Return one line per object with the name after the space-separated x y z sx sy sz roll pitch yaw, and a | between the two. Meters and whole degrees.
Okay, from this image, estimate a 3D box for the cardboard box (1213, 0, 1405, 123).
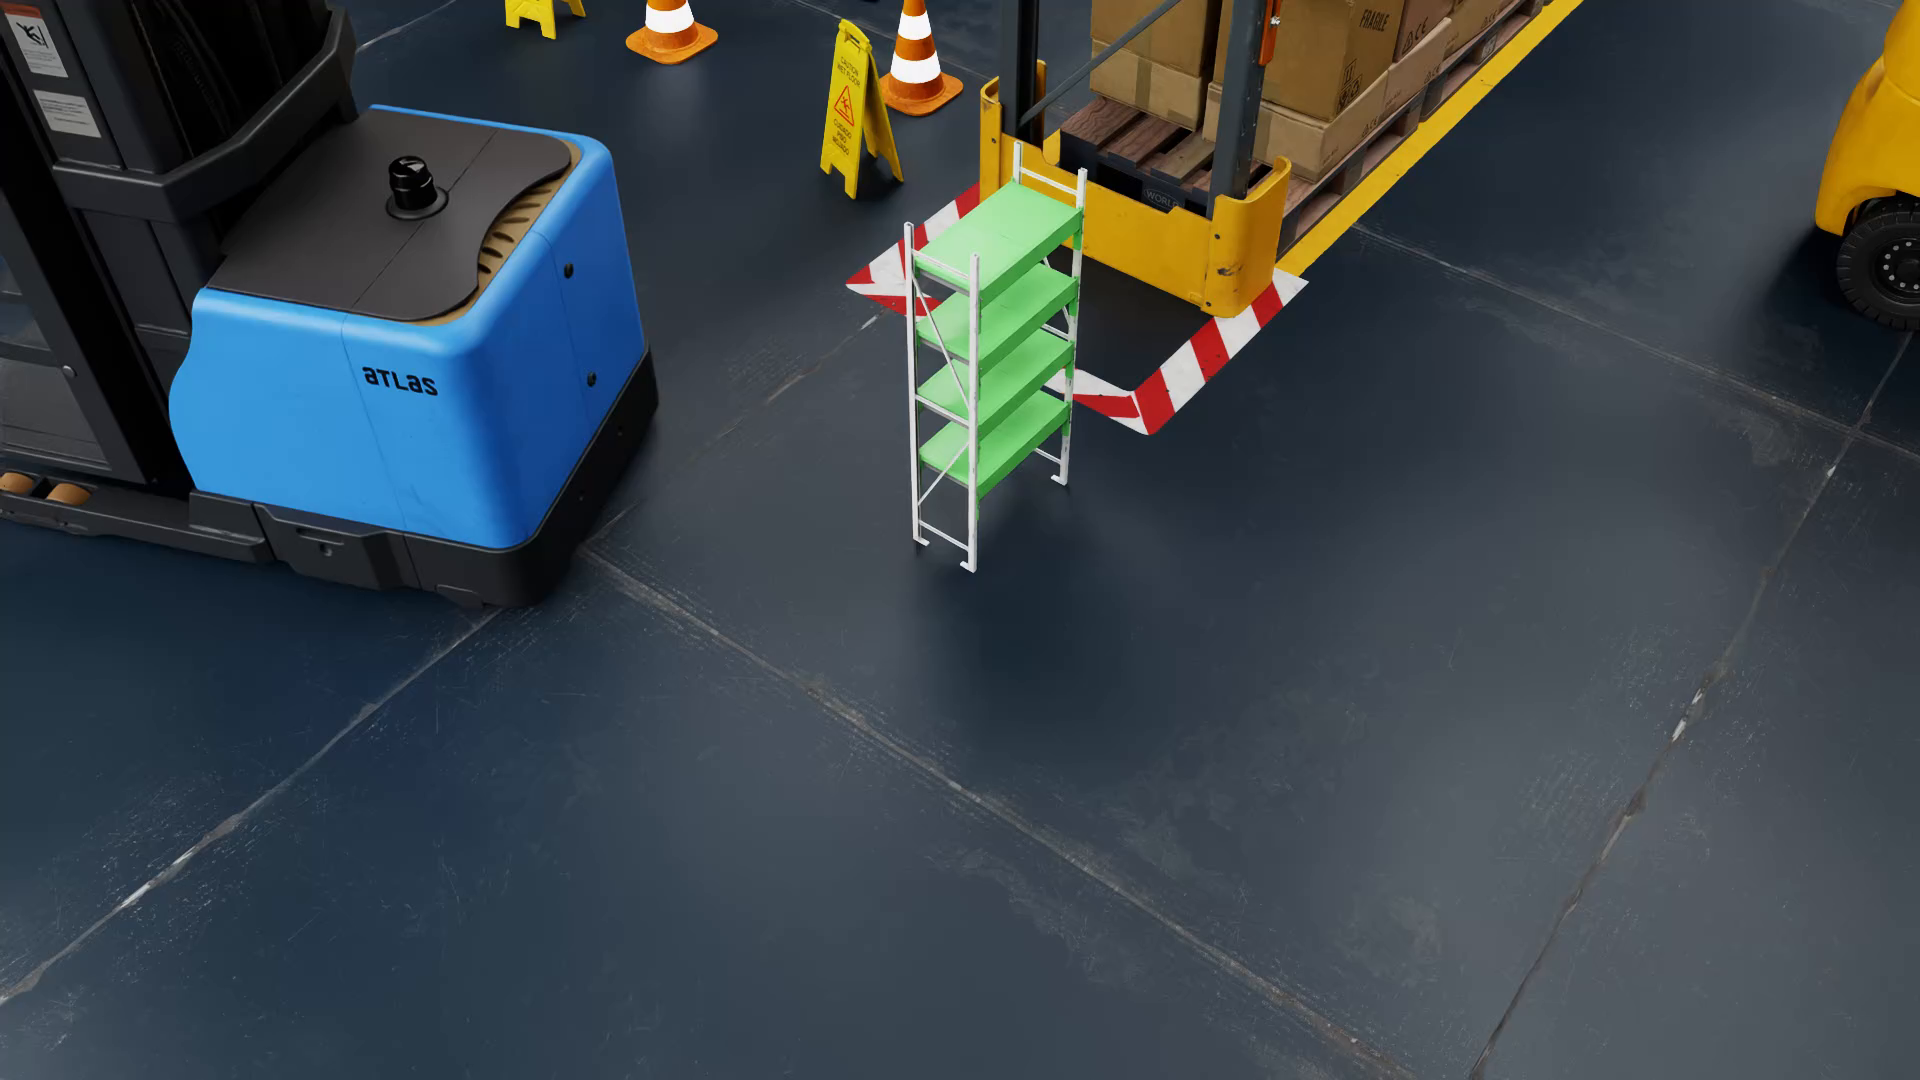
1.297 -1.940 6.121 0.500 0.500 0.500 28 52 24 | cardboard box

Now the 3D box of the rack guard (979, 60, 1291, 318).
0.617 -1.312 6.158 1.175 0.500 0.348 29 53 25 | rack guard

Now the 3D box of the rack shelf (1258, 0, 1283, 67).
1.793 -3.028 6.566 1.077 0.370 4.000 29 53 25 | rack shelf

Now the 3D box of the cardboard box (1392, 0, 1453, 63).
1.613 -2.241 6.409 0.500 0.500 0.500 27 52 24 | cardboard box

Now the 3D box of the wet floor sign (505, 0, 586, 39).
-1.859 -2.558 7.247 0.267 0.644 0.232 21 50 19 | wet floor sign

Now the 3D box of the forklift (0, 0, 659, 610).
-2.586 -1.388 4.549 3.031 2.935 1.130 11 47 10 | forklift

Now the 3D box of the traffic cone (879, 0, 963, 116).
-0.187 -2.072 6.909 0.336 0.463 0.334 29 53 25 | traffic cone

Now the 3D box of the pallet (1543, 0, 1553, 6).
2.634 -3.058 8.025 1.003 0.211 1.213 29 53 25 | pallet

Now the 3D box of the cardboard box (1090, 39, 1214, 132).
0.867 -1.923 6.623 0.500 0.250 0.500 29 53 25 | cardboard box

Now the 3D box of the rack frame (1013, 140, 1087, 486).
0.250 -0.649 5.040 0.240 1.200 0.015 29 53 25 | rack frame

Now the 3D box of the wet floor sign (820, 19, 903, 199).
-0.392 -1.683 6.412 0.232 0.644 0.267 -25 51 -22 | wet floor sign

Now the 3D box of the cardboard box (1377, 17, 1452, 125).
1.601 -1.955 6.655 0.500 0.250 0.500 31 54 26 | cardboard box

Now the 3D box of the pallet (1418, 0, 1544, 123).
1.888 -2.357 7.355 1.003 0.211 1.213 29 53 25 | pallet

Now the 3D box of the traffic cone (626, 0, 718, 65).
-1.274 -2.368 7.192 0.336 0.463 0.334 29 53 25 | traffic cone

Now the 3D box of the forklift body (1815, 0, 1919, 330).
4.216 -1.538 5.232 2.313 2.155 1.214 29 53 25 | forklift body

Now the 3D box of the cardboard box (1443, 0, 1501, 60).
1.924 -2.273 6.958 0.500 0.250 0.500 33 54 27 | cardboard box

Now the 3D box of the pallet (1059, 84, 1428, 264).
1.142 -1.662 6.691 1.003 0.211 1.213 29 53 25 | pallet

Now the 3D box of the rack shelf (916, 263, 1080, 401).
0.101 -0.631 4.779 0.258 0.148 0.480 29 53 25 | rack shelf

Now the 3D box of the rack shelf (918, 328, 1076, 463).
0.101 -0.465 4.953 0.258 0.148 0.480 29 53 25 | rack shelf

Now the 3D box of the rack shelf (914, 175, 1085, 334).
0.101 -0.797 4.606 0.258 0.148 0.480 29 53 25 | rack shelf

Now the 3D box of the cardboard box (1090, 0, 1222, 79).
0.854 -2.160 6.332 0.500 0.500 0.500 30 53 25 | cardboard box

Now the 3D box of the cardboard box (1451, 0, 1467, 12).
1.926 -2.524 6.679 0.500 0.500 0.500 30 53 26 | cardboard box

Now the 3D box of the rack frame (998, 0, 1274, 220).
0.571 -2.132 5.212 1.000 3.000 0.127 29 53 25 | rack frame

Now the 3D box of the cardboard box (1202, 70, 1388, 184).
1.283 -1.667 6.379 0.500 0.250 0.500 29 53 25 | cardboard box

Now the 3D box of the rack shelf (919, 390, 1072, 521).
0.101 -0.299 5.126 0.258 0.148 0.480 29 53 25 | rack shelf

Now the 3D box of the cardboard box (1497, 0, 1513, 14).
2.235 -2.561 7.233 0.500 0.250 0.500 30 53 26 | cardboard box

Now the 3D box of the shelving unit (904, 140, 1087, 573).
0.101 -0.509 4.907 0.258 1.200 0.503 29 53 25 | shelving unit

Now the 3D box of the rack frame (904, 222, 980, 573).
-0.048 -0.370 4.773 0.240 1.200 0.015 29 53 25 | rack frame
